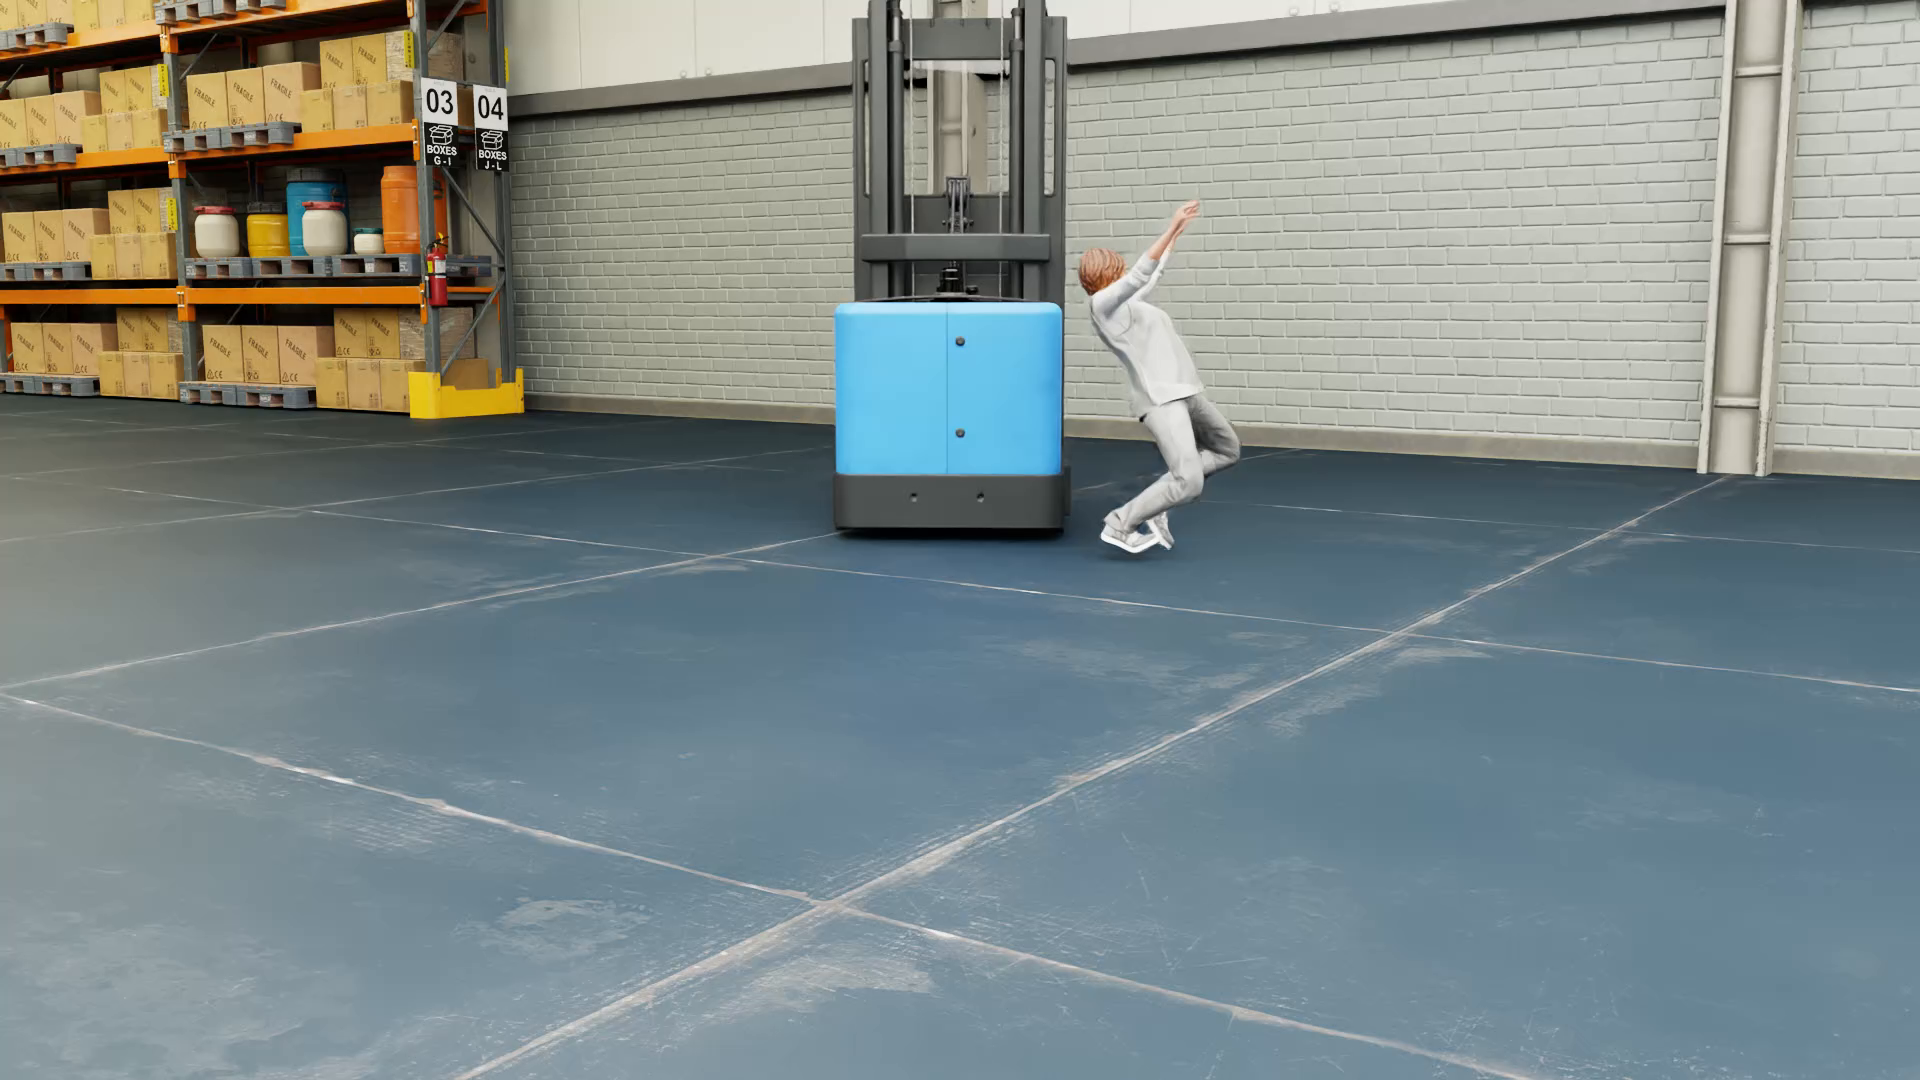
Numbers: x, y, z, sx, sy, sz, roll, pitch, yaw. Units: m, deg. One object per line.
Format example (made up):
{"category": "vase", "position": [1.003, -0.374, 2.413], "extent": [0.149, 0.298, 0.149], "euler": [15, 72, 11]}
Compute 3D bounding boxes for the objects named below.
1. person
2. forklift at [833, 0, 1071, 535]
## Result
{"category": "person", "position": [0.828, -0.676, 7.055], "extent": [0.661, 1.480, 0.821], "euler": [3, 9, 21]}
{"category": "forklift", "position": [0.011, -1.647, 8.776], "extent": [1.130, 2.935, 3.031], "euler": [0, 8, 3]}
